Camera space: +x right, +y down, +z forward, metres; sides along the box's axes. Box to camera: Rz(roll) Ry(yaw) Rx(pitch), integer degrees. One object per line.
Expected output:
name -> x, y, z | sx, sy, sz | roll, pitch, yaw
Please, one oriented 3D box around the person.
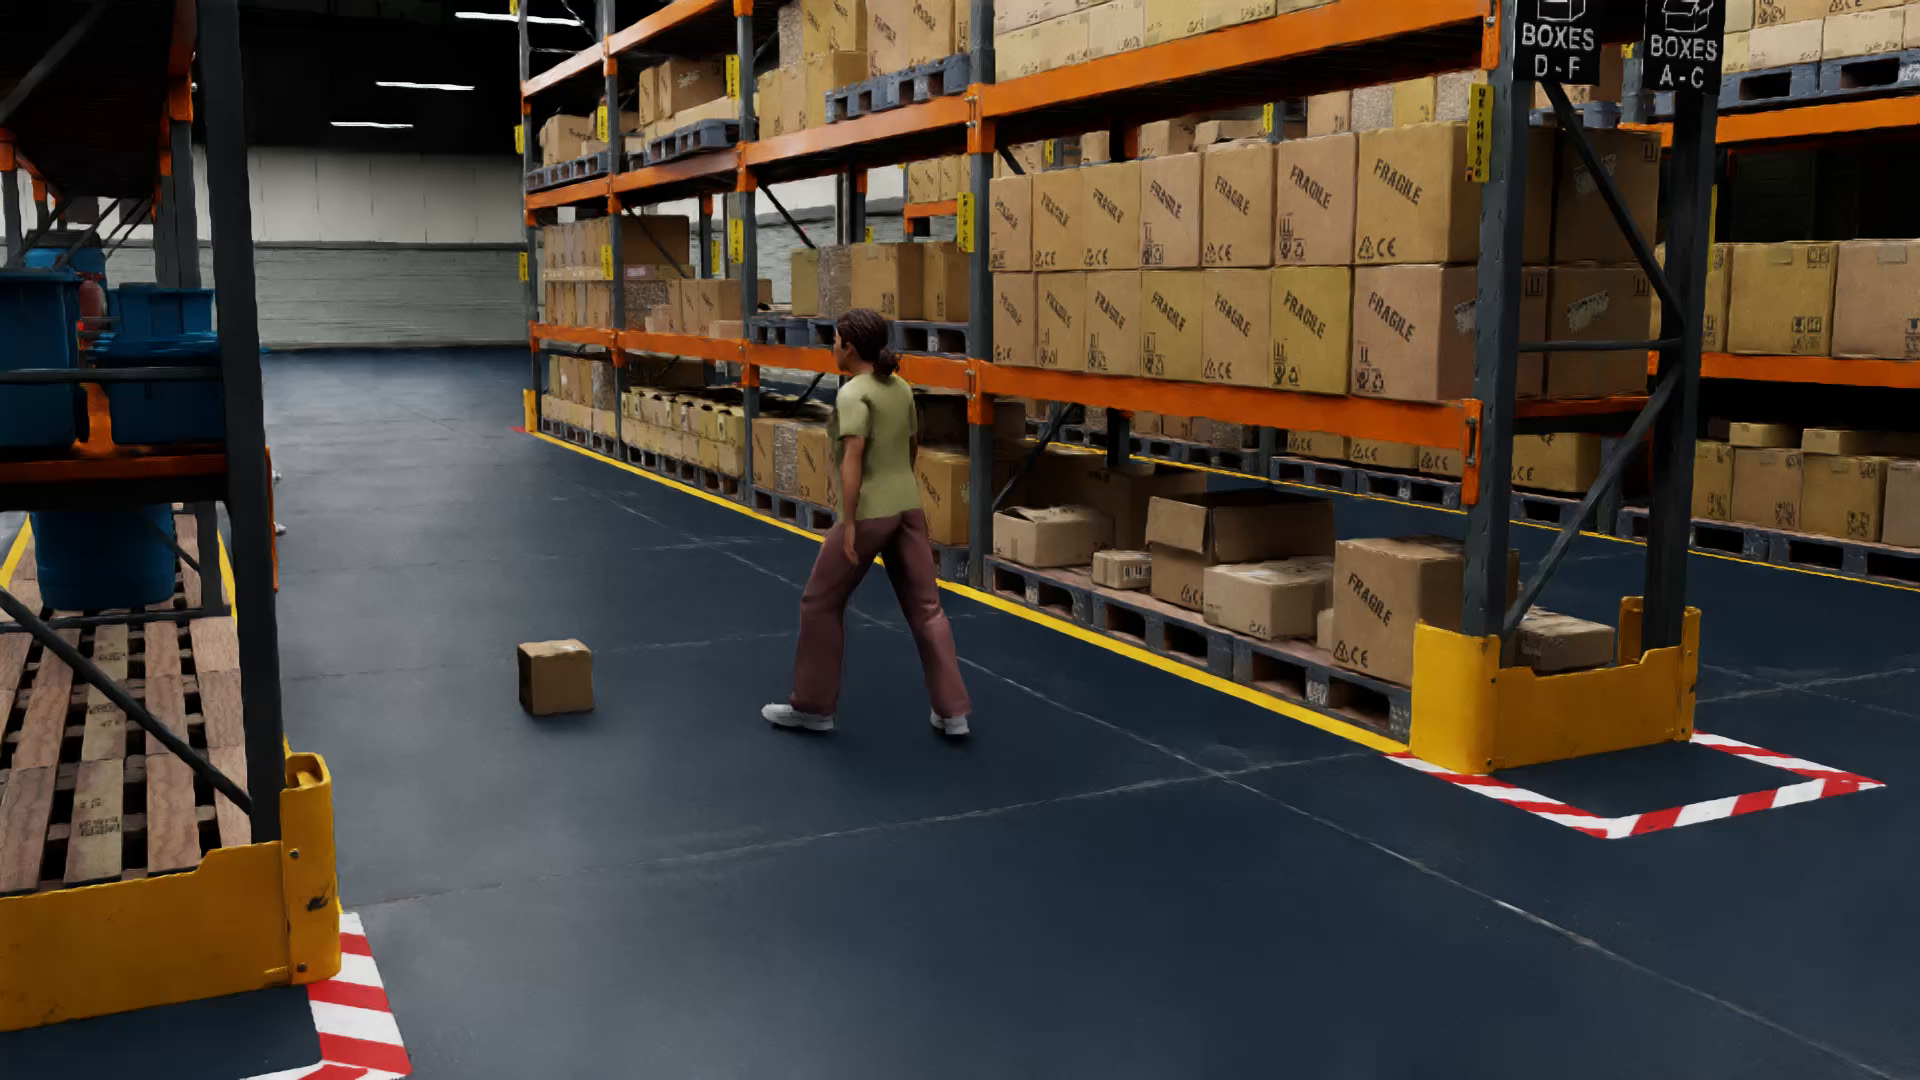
person -> -0.337, -0.071, 6.396 | 0.798, 1.631, 0.526 | 7, 11, 40
